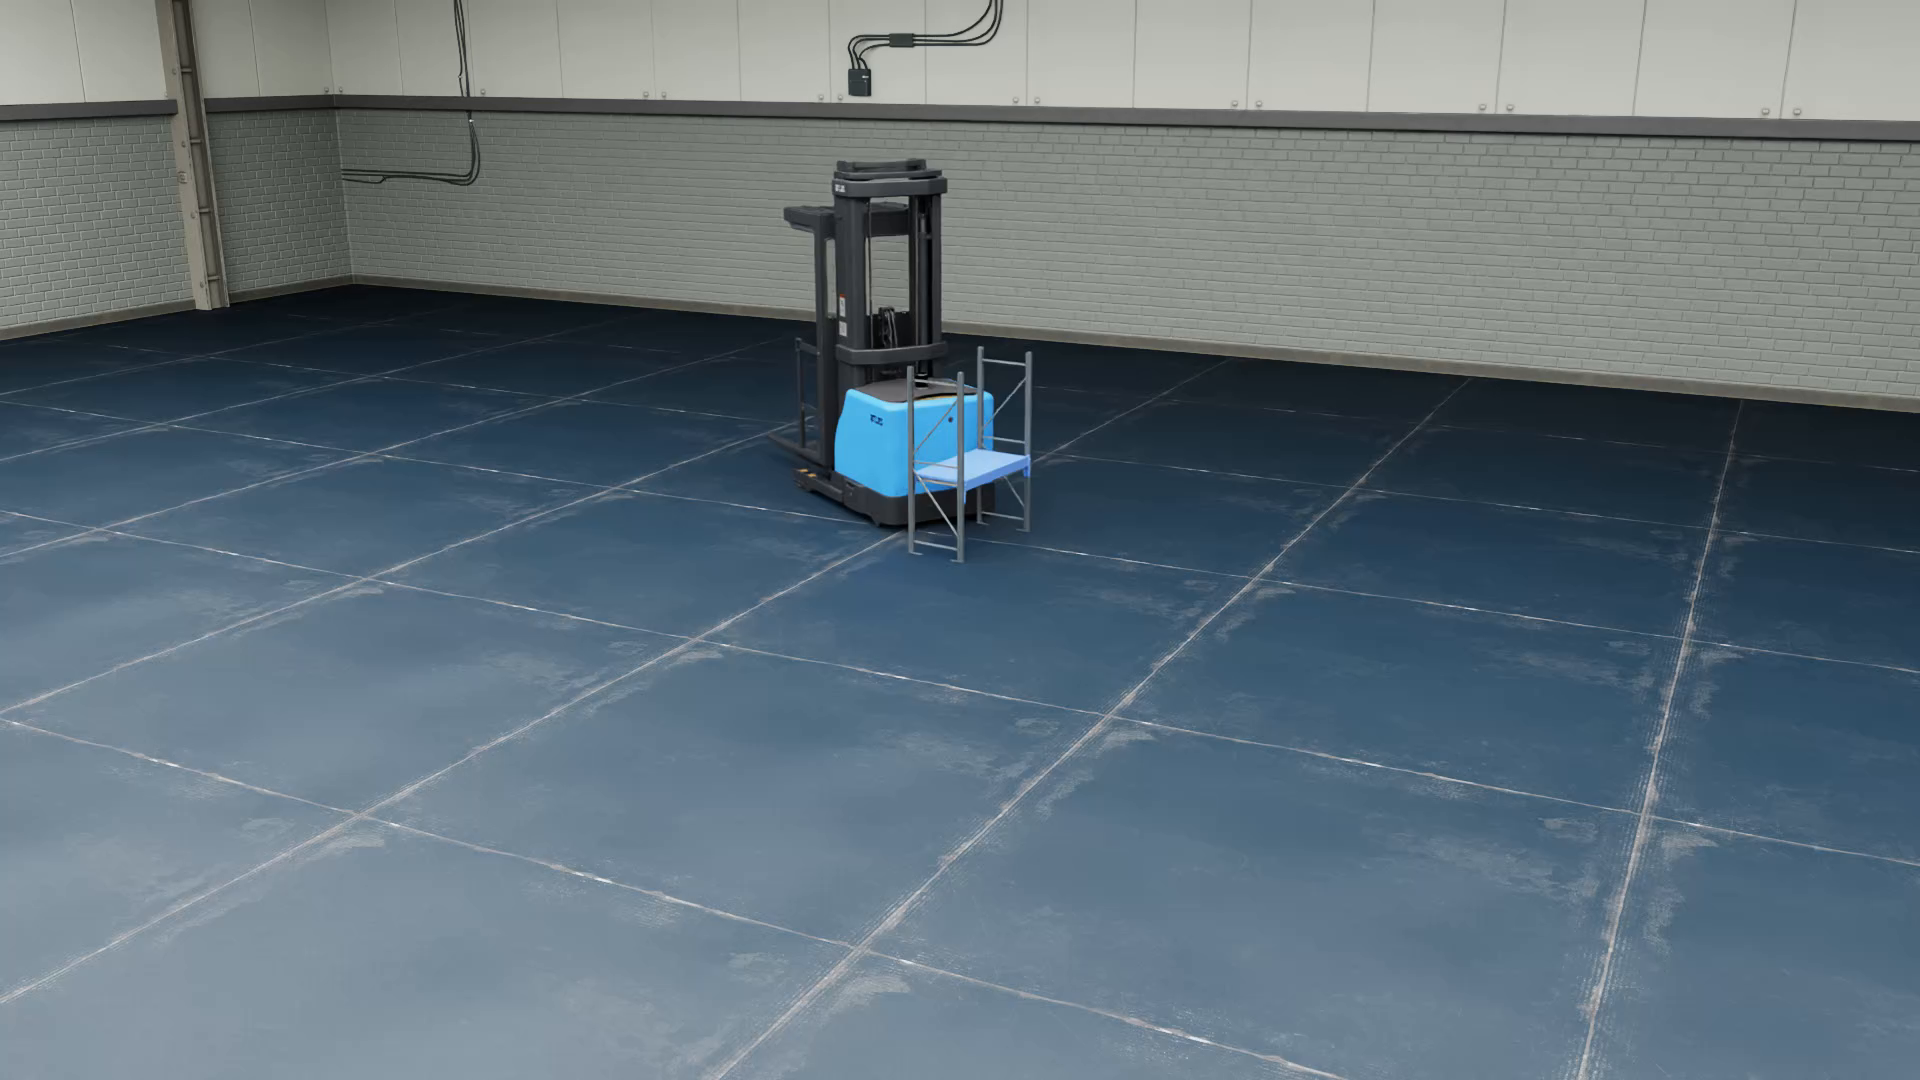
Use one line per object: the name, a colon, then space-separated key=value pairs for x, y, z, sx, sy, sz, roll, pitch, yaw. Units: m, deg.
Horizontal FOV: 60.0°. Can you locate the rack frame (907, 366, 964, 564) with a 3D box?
rack frame: x=-0.187 y=-0.576 z=12.829 sx=0.500 sy=1.500 sz=0.032 roll=10 pitch=19 yaw=31

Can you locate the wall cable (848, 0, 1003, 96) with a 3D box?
wall cable: x=-0.494 y=-8.882 z=21.652 sx=2.305 sy=6.003 sz=0.169 roll=8 pitch=18 yaw=25

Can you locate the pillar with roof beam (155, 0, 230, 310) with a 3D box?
pillar with roof beam: x=-7.628 y=-7.334 z=22.412 sx=9.100 sy=9.000 sz=0.400 roll=8 pitch=18 yaw=25

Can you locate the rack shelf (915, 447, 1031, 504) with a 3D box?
rack shelf: x=0.087 y=-0.525 z=13.290 sx=0.538 sy=0.185 sz=1.000 roll=10 pitch=19 yaw=31

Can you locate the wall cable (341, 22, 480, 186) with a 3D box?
wall cable: x=-8.980 y=-6.976 z=26.658 sx=3.097 sy=2.526 sz=0.112 roll=8 pitch=18 yaw=25

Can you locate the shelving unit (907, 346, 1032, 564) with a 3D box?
shelving unit: x=0.087 y=-0.698 z=13.239 sx=0.538 sy=1.500 sz=1.048 roll=10 pitch=19 yaw=31

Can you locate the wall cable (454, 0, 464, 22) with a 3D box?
wall cable: x=-6.560 y=-9.052 z=24.781 sx=3.097 sy=2.526 sz=0.112 roll=8 pitch=18 yaw=25

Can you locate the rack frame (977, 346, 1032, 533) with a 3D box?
rack frame: x=0.361 y=-0.820 z=13.650 sx=0.500 sy=1.500 sz=0.032 roll=10 pitch=19 yaw=31

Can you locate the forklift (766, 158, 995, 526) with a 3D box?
forklift: x=-0.864 y=-1.894 z=14.754 sx=1.130 sy=2.935 sz=3.031 roll=-9 pitch=19 yaw=-28
